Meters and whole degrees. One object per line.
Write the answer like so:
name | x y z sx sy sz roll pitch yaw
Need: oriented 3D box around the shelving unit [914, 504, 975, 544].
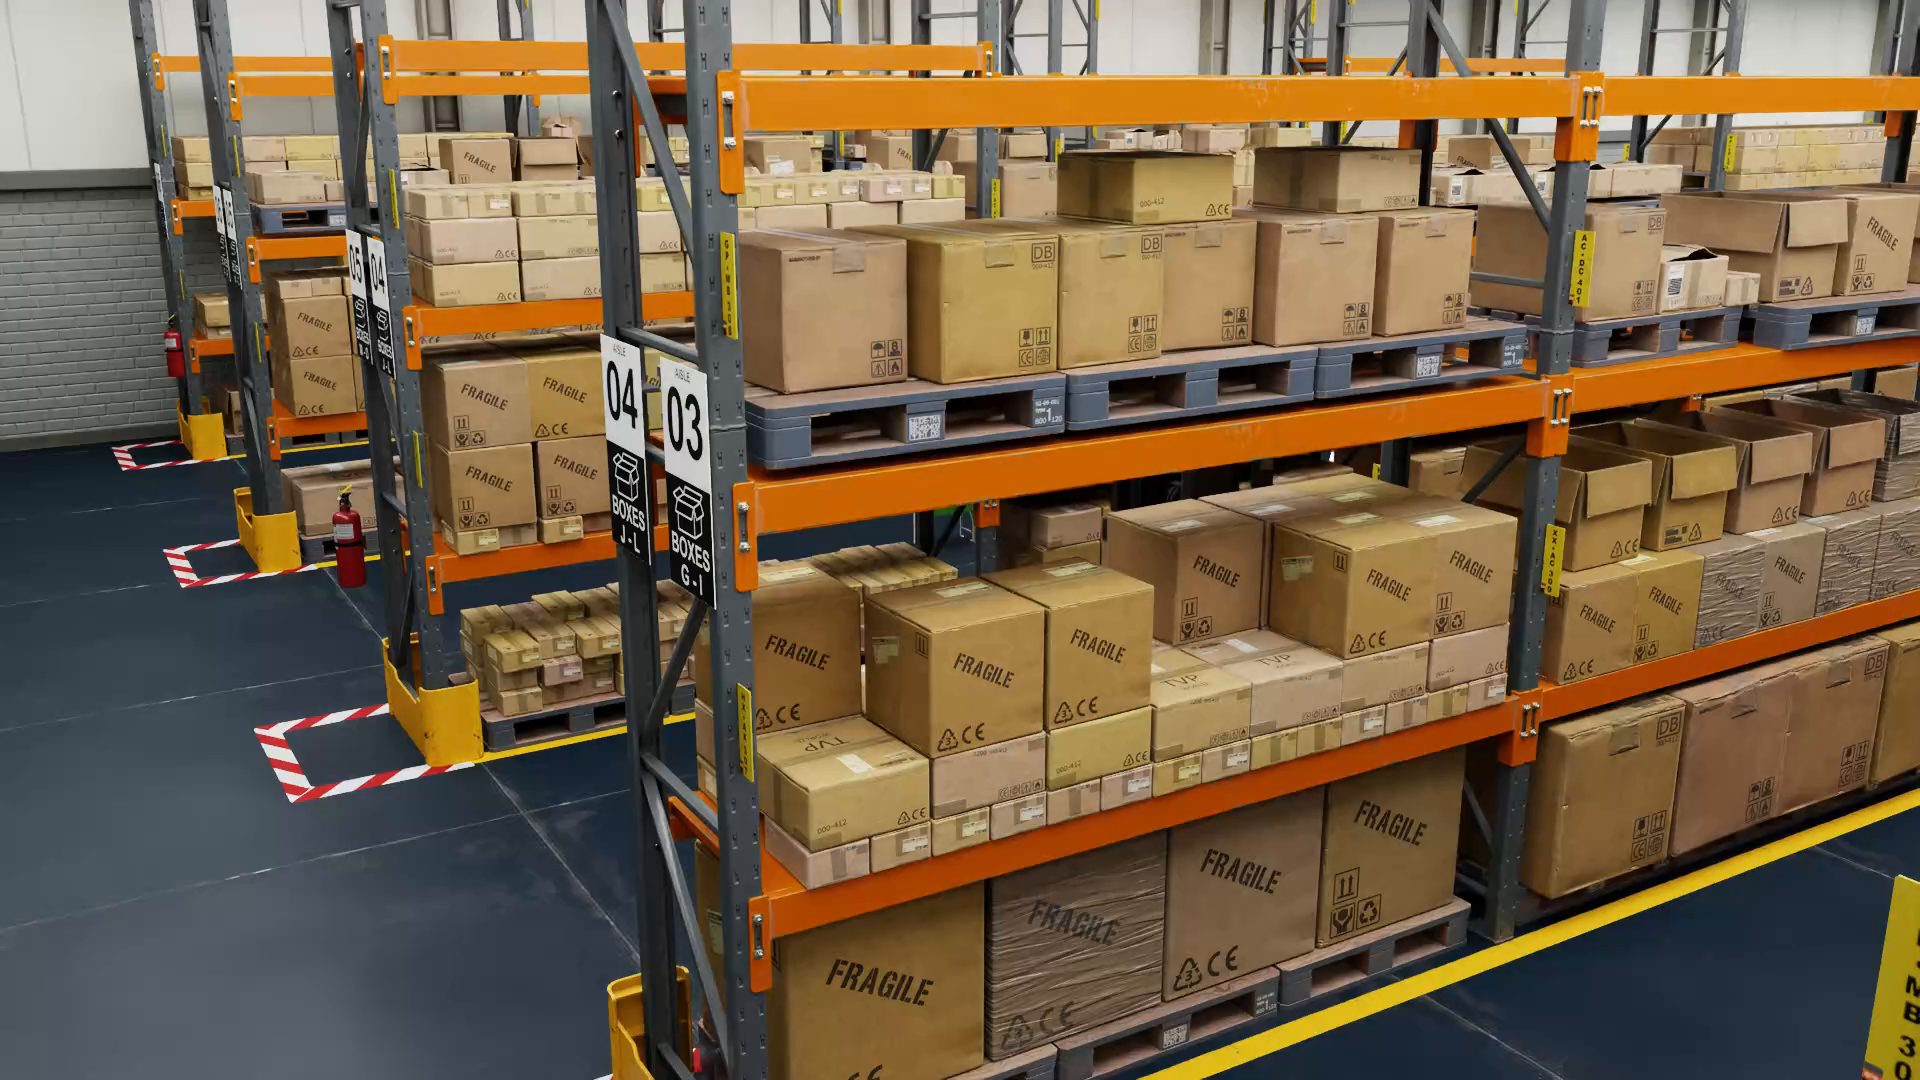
shelving unit | -0.142 -0.555 15.006 0.503 1.200 0.258 -9 18 -30

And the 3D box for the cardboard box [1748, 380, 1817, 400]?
cardboard box | 8.159 -1.229 17.235 0.875 0.875 0.875 -9 18 -29

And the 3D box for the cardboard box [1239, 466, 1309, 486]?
cardboard box | 2.506 -0.427 13.681 0.500 0.250 0.500 -9 18 -29

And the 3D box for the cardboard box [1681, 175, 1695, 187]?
cardboard box | 6.961 -3.551 16.304 0.250 0.149 0.380 -9 18 -30

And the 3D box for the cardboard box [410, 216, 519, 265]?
cardboard box | -2.954 -1.799 9.906 0.500 0.250 0.500 -9 18 -29

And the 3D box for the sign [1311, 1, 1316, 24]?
sign | 5.314 -7.936 25.013 0.005 0.325 0.100 -9 18 -30

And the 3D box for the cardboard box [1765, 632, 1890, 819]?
cardboard box | 4.482 0.899 9.642 0.875 0.875 1.225 -9 18 -30

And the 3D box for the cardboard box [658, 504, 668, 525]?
cardboard box | -1.949 -0.230 10.978 0.250 0.149 0.380 -10 18 -31

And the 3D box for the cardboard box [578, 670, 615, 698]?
cardboard box | -2.467 0.896 11.000 0.250 0.149 0.380 -9 18 -29

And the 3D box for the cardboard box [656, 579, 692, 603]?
cardboard box | -2.009 0.398 11.674 0.250 0.149 0.380 -10 18 -32

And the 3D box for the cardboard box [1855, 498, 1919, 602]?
cardboard box | 5.127 0.011 9.468 0.500 0.500 0.500 -9 18 -30

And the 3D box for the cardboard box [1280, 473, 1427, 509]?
cardboard box | 1.881 -0.003 8.042 0.500 0.500 0.500 -9 18 -30

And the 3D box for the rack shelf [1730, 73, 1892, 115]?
rack shelf | 8.528 -4.480 16.634 4.000 0.370 1.077 -9 18 -30

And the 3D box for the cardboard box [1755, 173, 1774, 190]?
cardboard box | 7.521 -3.434 15.889 0.250 0.149 0.380 -9 18 -29

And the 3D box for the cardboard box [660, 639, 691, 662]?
cardboard box | -2.009 0.681 11.217 0.250 0.149 0.380 -10 19 -32

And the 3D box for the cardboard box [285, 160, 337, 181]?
cardboard box | -7.277 -4.121 18.563 0.500 0.250 0.500 -10 18 -31

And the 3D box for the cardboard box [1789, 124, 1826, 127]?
cardboard box | 8.702 -4.217 17.203 0.250 0.149 0.380 -9 18 -30

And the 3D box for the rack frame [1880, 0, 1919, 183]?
rack frame | 5.852 -3.023 9.363 0.127 3.000 1.000 -9 18 -30

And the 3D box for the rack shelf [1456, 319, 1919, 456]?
rack shelf | 4.138 -0.955 8.873 4.000 0.370 1.077 -9 18 -30

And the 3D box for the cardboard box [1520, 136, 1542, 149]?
cardboard box | 7.227 -5.105 21.333 0.250 0.149 0.380 -9 18 -29

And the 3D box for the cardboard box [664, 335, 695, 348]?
cardboard box | -1.630 -1.068 10.915 0.500 0.500 0.500 -10 18 -31

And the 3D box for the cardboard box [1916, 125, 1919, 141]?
cardboard box | 9.694 -4.171 17.038 0.250 0.149 0.380 -9 18 -29

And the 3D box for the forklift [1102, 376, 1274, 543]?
forklift | 1.766 -0.187 10.488 3.031 2.935 1.130 -9 18 -28

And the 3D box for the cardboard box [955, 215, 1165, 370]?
cardboard box | 0.376 -0.984 6.495 0.500 0.500 0.700 -11 19 -33

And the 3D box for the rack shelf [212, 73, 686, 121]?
rack shelf | -4.394 -3.943 14.718 4.000 0.370 1.077 -9 18 -30

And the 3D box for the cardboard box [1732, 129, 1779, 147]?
cardboard box | 7.519 -3.818 15.779 0.250 0.149 0.380 -9 18 -30

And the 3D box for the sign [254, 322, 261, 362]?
sign | -5.828 -1.641 13.797 0.005 0.325 0.100 -9 18 -30

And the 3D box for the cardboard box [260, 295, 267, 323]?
cardboard box | -7.709 -2.605 18.713 0.500 0.250 0.500 -9 18 -29

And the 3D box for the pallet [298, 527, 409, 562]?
pallet | -5.464 -0.102 15.223 1.213 0.211 1.003 -9 18 -30

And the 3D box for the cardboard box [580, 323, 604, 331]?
cardboard box | -3.381 -2.203 15.514 0.500 0.500 0.500 -10 18 -31

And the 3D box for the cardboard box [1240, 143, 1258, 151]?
cardboard box | 2.454 -3.093 13.566 0.258 0.266 0.396 -9 18 -30

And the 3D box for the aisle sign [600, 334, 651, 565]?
aisle sign | -1.221 -0.334 6.067 0.004 0.787 0.394 -9 18 -30

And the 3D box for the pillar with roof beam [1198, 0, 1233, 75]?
pillar with roof beam | 6.203 -6.692 22.450 0.400 9.000 9.100 -9 18 -30

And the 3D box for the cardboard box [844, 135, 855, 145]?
cardboard box | -1.322 -5.358 22.563 0.500 0.250 0.500 -9 18 -30

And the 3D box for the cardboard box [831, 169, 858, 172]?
cardboard box | -1.137 -3.703 17.000 0.250 0.166 0.380 -8 17 -25

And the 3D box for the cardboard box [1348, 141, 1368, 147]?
cardboard box | 4.616 -4.659 19.744 0.250 0.149 0.380 -10 18 -31

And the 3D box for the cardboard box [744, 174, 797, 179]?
cardboard box | -1.312 -2.416 11.368 0.250 0.149 0.380 -10 18 -31

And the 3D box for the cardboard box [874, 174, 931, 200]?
cardboard box | -0.393 -2.399 11.307 0.250 0.149 0.380 -9 18 -28

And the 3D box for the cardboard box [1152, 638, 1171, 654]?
cardboard box | 0.589 0.563 7.411 0.500 0.250 0.500 -9 18 -30

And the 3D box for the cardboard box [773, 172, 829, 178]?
cardboard box | -1.101 -2.457 11.513 0.250 0.149 0.380 -10 18 -31

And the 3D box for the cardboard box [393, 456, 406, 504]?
cardboard box | -4.814 -0.528 15.545 0.875 0.438 0.875 -9 18 -28

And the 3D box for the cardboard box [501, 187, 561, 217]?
cardboard box | -2.580 -2.033 10.002 0.250 0.149 0.380 -9 18 -30

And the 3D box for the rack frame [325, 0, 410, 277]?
rack frame | -3.473 -3.073 9.540 0.127 3.000 1.000 -9 18 -30

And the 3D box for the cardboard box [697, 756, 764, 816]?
cardboard box | -0.870 0.973 6.688 0.250 0.149 0.380 -9 18 -29

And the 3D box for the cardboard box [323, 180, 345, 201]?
cardboard box | -5.451 -3.049 14.516 0.250 0.149 0.380 -11 19 -34

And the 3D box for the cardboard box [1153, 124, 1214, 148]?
cardboard box | 3.342 -6.122 24.821 0.637 0.503 0.797 -9 18 -28

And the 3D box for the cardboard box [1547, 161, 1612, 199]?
cardboard box | 5.424 -3.210 14.787 0.500 0.311 0.500 -10 19 -32

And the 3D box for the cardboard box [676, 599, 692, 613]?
cardboard box | -1.731 0.518 11.246 0.250 0.149 0.380 -9 18 -29

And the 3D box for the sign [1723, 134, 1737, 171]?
sign | 7.101 -3.573 15.340 0.005 0.325 0.100 -9 18 -30

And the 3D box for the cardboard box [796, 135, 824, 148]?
cardboard box | -1.953 -5.166 21.554 0.250 0.149 0.380 -9 18 -28

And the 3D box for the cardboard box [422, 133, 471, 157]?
cardboard box | -5.979 -4.577 19.264 0.500 0.250 0.500 -10 18 -31

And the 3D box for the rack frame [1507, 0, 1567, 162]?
rack frame | 7.606 -6.428 21.510 0.127 3.000 1.000 -9 18 -30

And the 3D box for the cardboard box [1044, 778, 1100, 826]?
cardboard box | 0.349 0.982 6.655 0.250 0.149 0.380 -10 18 -31

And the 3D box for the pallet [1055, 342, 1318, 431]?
pallet | 0.672 -0.700 6.798 1.213 0.211 1.003 -9 18 -30
